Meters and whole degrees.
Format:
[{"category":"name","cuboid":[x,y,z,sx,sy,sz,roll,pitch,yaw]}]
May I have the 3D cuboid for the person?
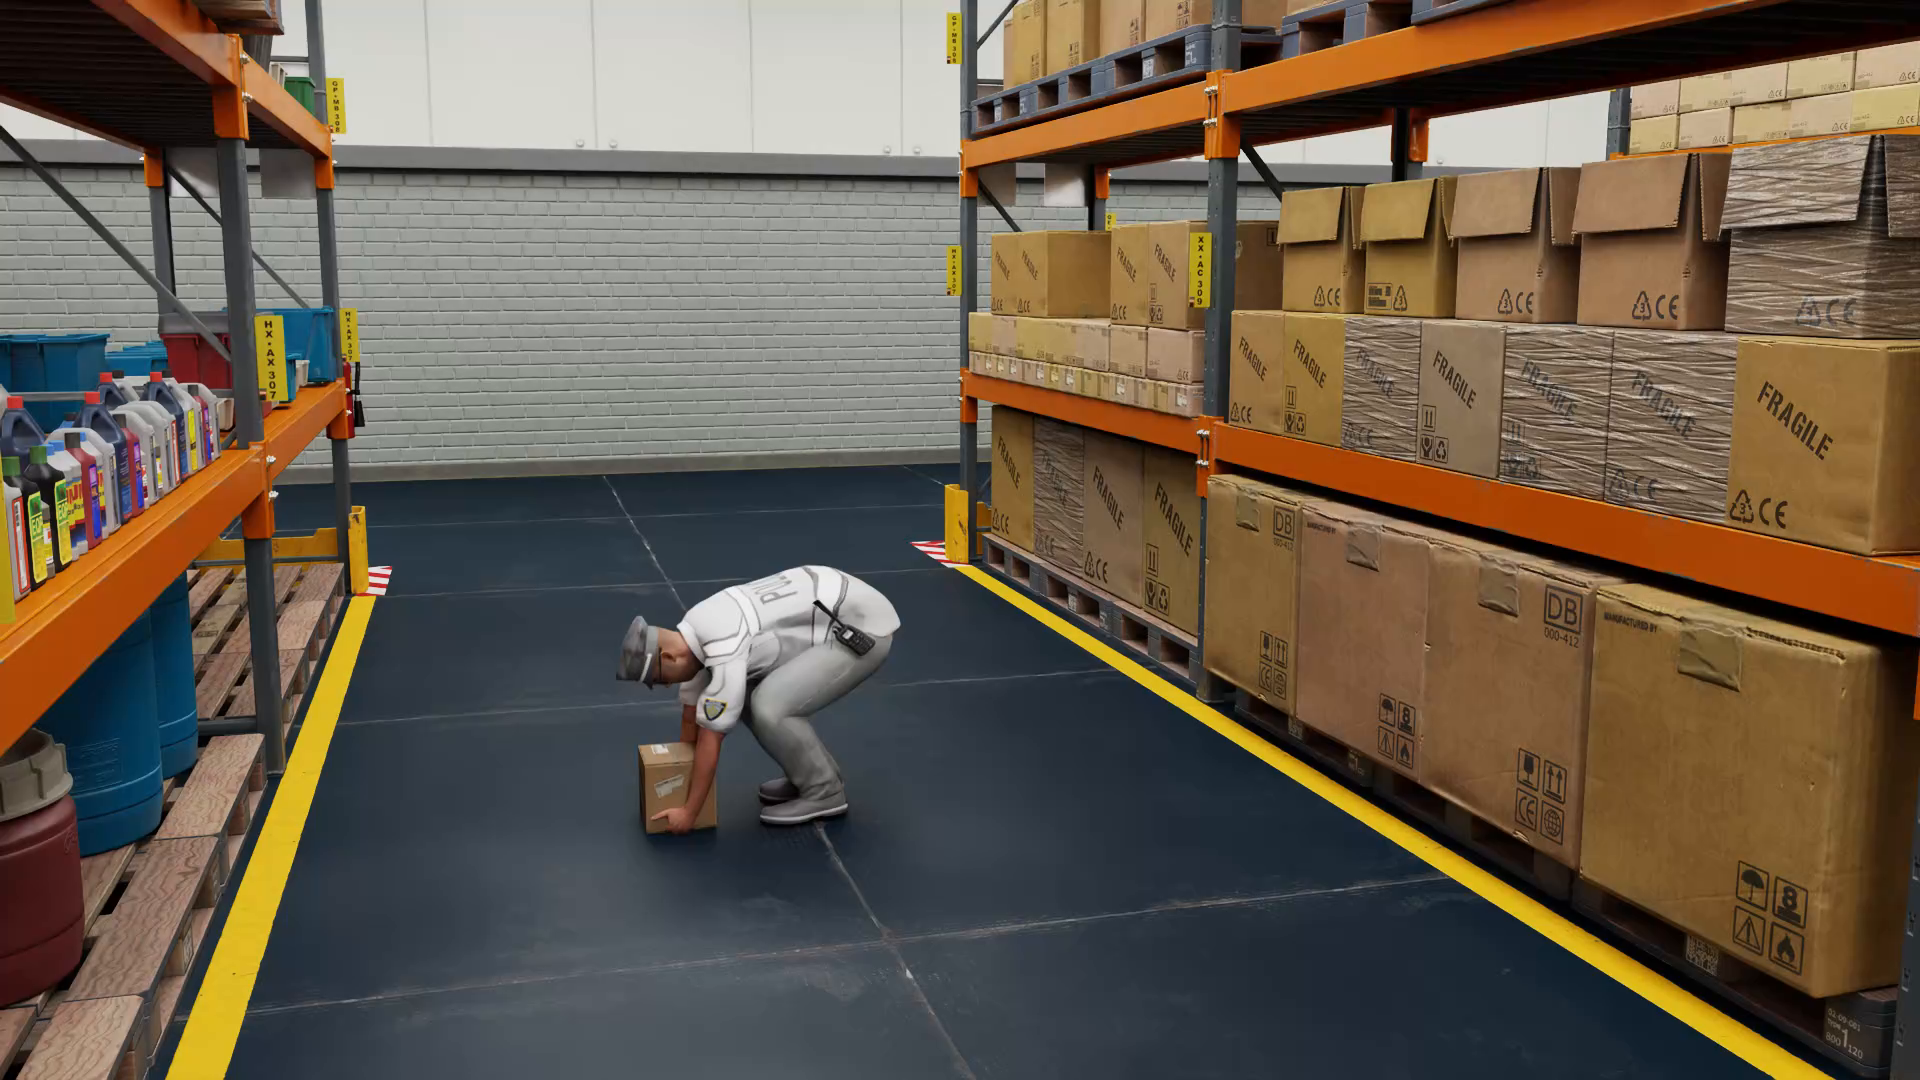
[{"category":"person","cuboid":[-0.732,0.568,6.052,1.027,0.913,0.529,-3,10,-18]}]
